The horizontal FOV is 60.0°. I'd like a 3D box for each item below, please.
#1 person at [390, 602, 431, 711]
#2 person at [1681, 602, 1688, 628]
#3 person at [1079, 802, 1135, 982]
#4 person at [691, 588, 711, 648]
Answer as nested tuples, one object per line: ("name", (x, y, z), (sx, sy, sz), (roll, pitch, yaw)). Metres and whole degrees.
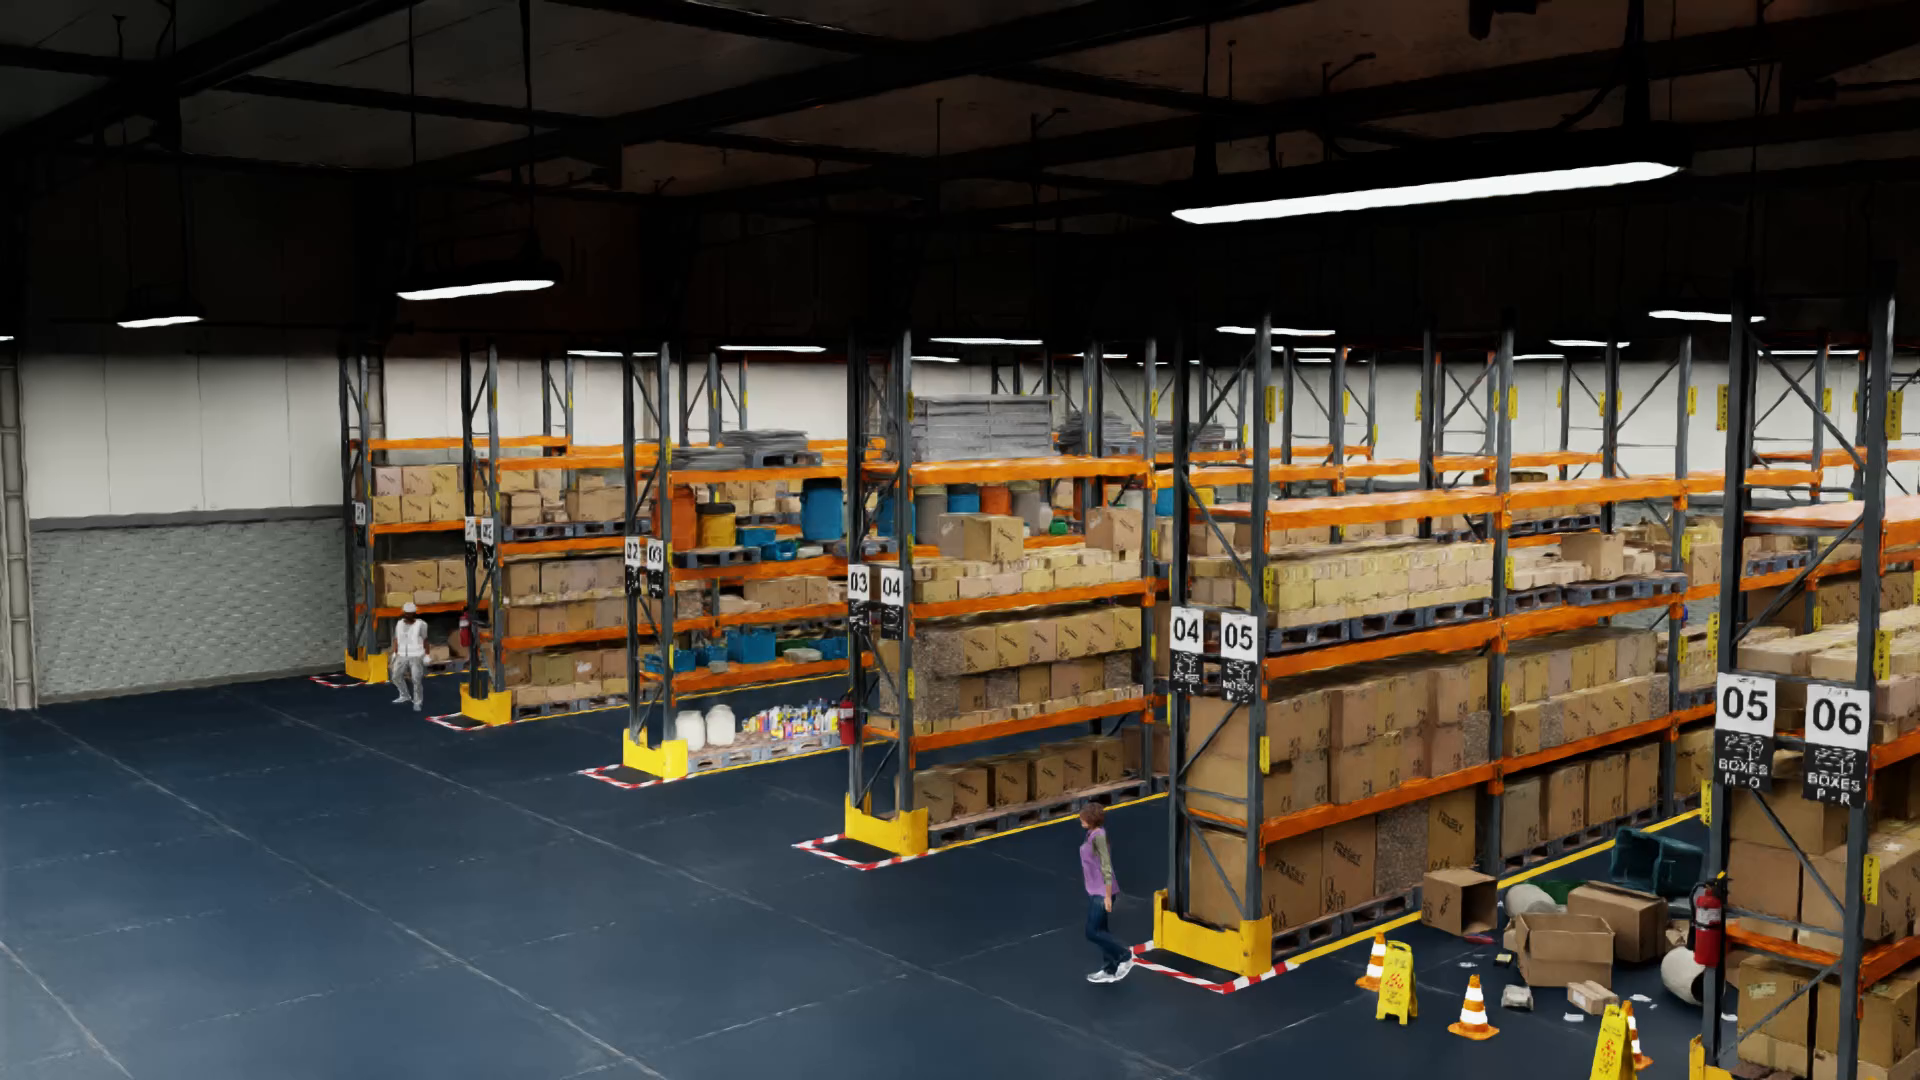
("person", (-8.934, 1.867, 26.927), (0.734, 1.772, 0.527), (1, 5, 9))
("person", (12.699, 1.713, 29.263), (0.380, 1.652, 0.574), (2, 5, 17))
("person", (1.281, 3.095, 14.495), (0.474, 1.553, 0.474), (0, 5, -2))
("person", (-4.761, 1.626, 30.920), (1.041, 1.517, 0.415), (-5, 7, -44))
